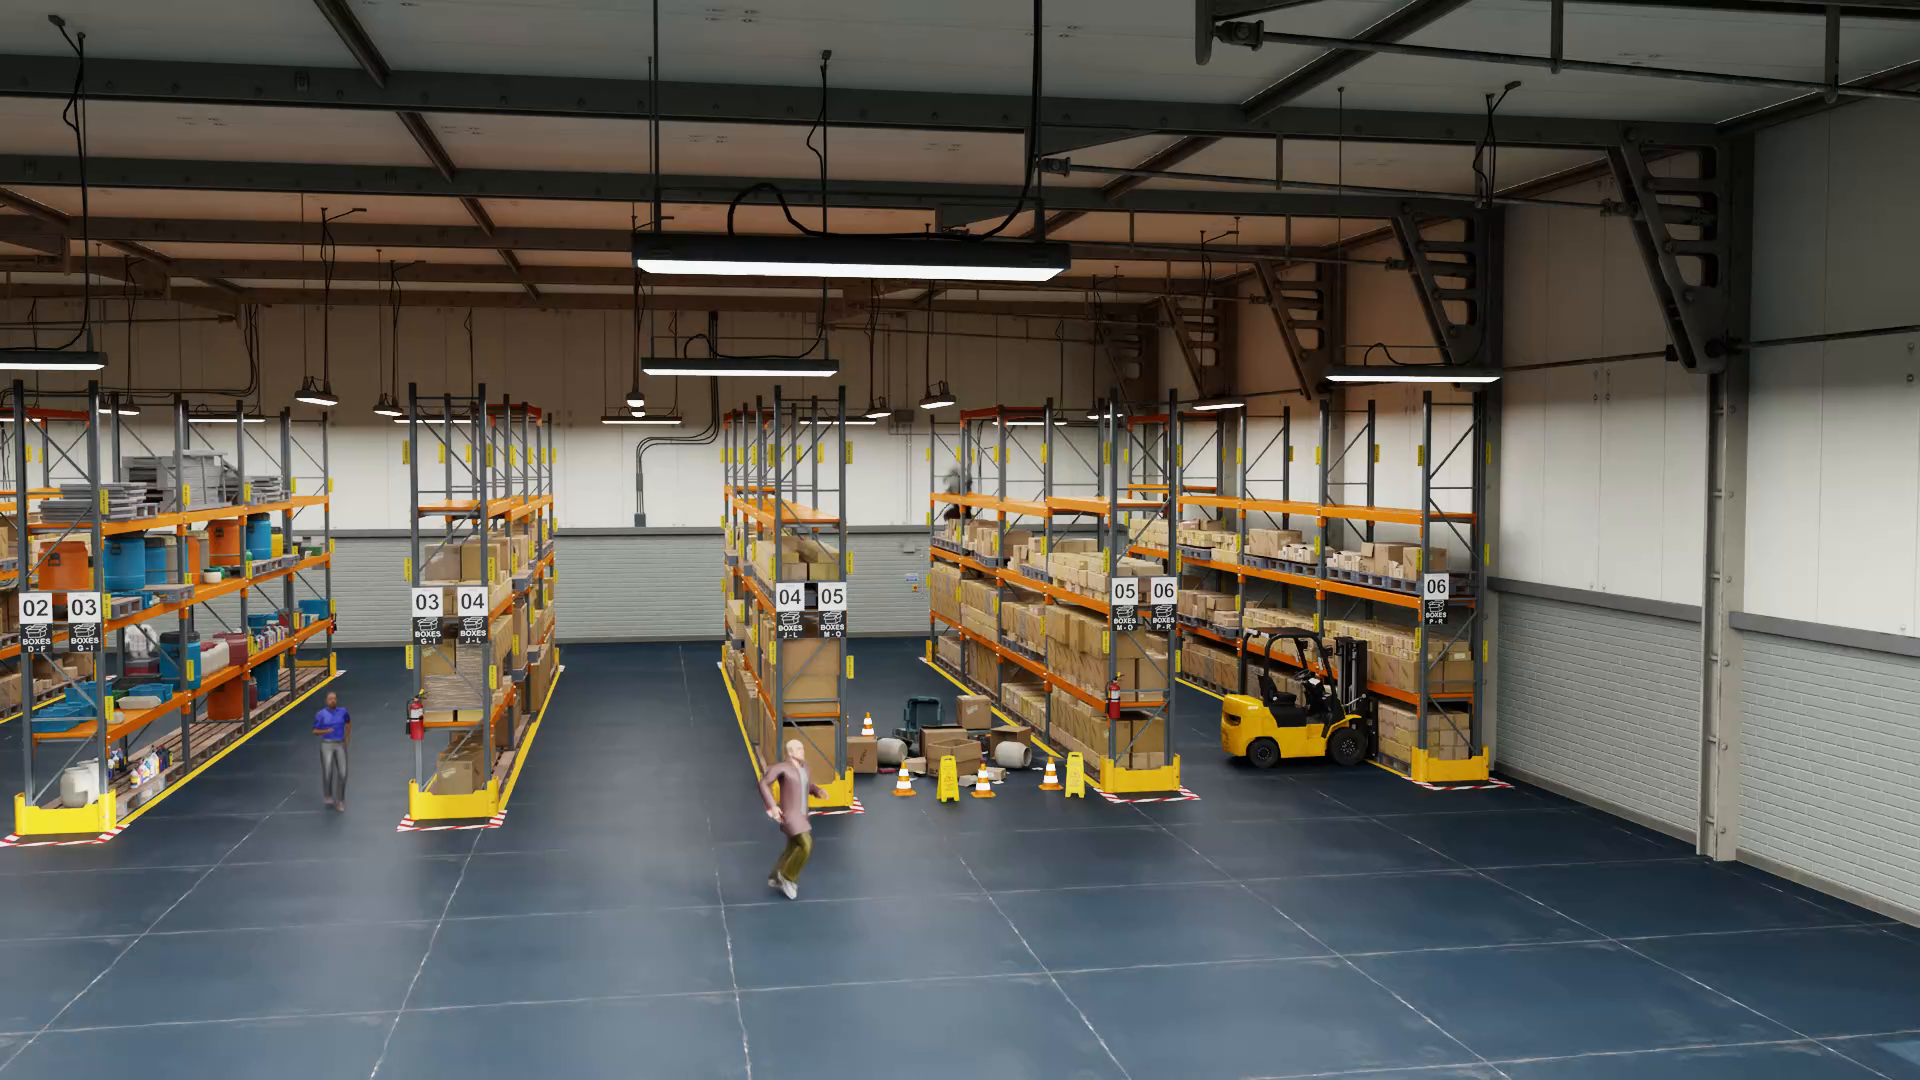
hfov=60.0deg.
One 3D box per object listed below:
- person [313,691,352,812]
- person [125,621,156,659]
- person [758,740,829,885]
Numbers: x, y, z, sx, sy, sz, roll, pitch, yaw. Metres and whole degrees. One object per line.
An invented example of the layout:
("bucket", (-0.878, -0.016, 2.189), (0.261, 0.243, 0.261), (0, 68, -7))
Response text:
("person", (-8.857, 2.990, 23.516), (0.555, 1.713, 0.702), (-2, 3, -28))
("person", (-17.439, 2.406, 35.313), (0.597, 1.691, 0.709), (-1, 3, -16))
("person", (-1.858, 3.108, 18.945), (0.746, 1.675, 0.701), (1, 3, 25))
